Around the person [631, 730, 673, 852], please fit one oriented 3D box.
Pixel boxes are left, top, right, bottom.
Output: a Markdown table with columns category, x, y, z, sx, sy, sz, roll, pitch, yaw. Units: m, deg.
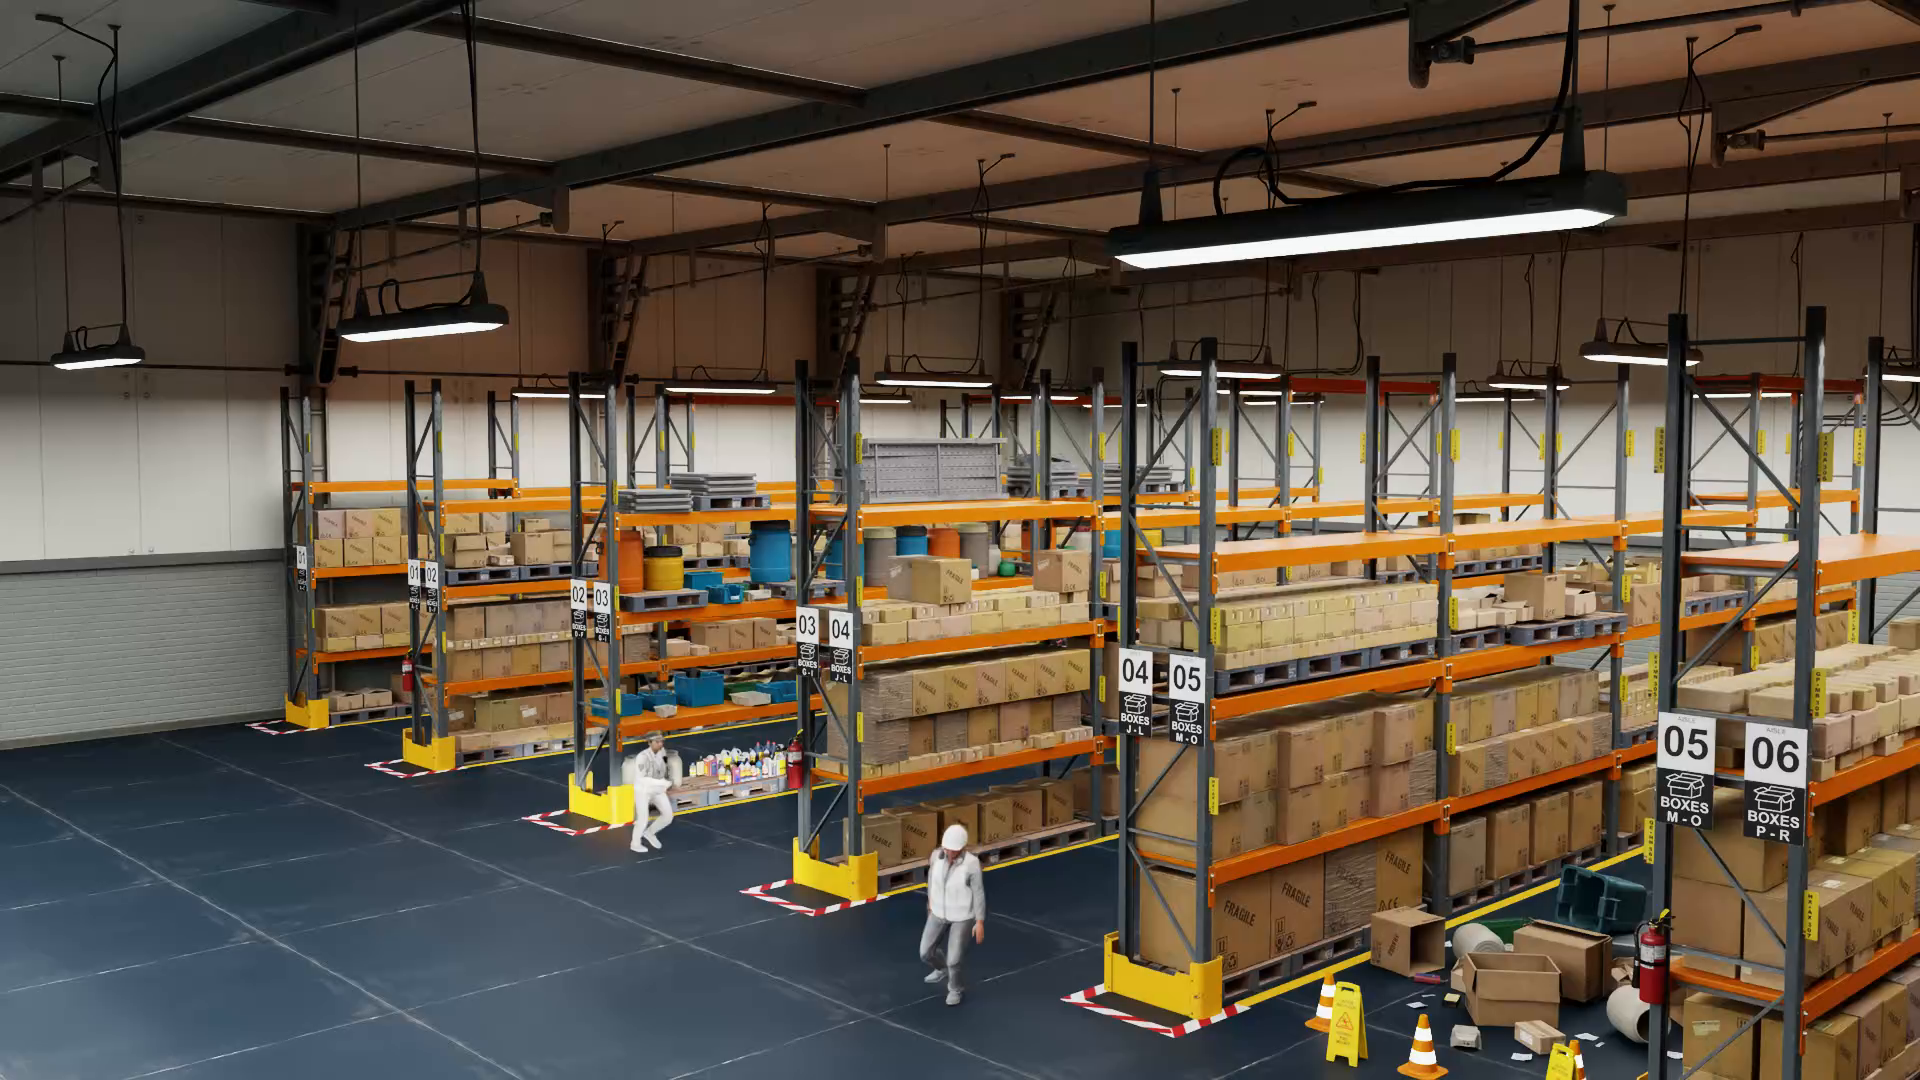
| category | x | y | z | sx | sy | sz | roll | pitch | yaw |
| --- | --- | --- | --- | --- | --- | --- | --- | --- | --- |
| person | -3.764 | 3.070 | 20.343 | 0.812 | 1.575 | 0.594 | 4 | 5 | 44 |

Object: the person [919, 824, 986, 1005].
| category | x | y | z | sx | sy | sz | roll | pitch | yaw |
| --- | --- | --- | --- | --- | --- | --- | --- | --- | --- |
| person | -0.066 | 3.349 | 14.991 | 0.779 | 1.694 | 0.686 | 2 | 4 | 29 |

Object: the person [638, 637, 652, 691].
| category | x | y | z | sx | sy | sz | roll | pitch | yaw |
| --- | --- | --- | --- | --- | --- | --- | --- | --- | --- |
| person | -6.215 | 2.342 | 32.109 | 0.492 | 1.559 | 0.808 | 1 | 4 | 12 |
